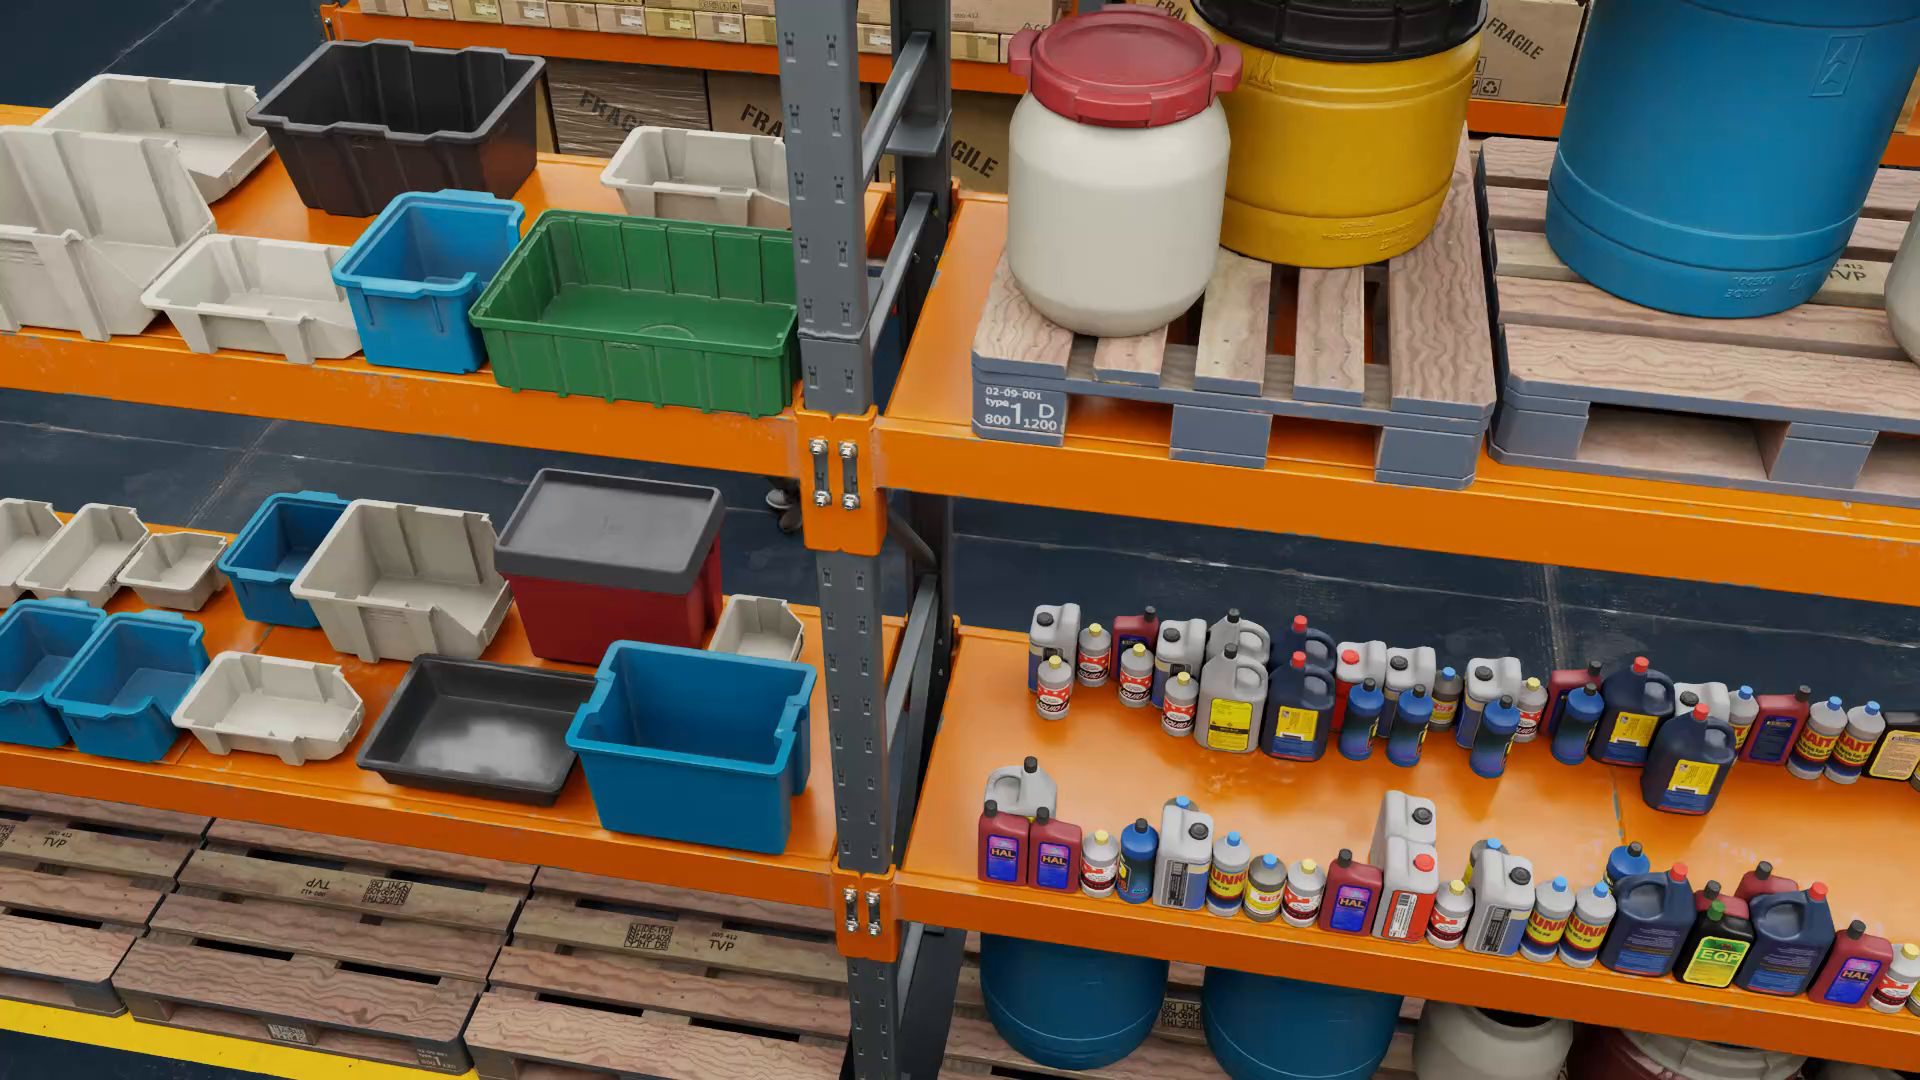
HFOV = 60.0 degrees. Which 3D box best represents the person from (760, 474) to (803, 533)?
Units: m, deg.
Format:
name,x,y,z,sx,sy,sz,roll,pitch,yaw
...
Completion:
name,x,y,z,sx,sy,sz,roll,pitch,yaw
person,-0.799,-0.776,7.015,0.428,1.714,0.433,-2,41,-2
